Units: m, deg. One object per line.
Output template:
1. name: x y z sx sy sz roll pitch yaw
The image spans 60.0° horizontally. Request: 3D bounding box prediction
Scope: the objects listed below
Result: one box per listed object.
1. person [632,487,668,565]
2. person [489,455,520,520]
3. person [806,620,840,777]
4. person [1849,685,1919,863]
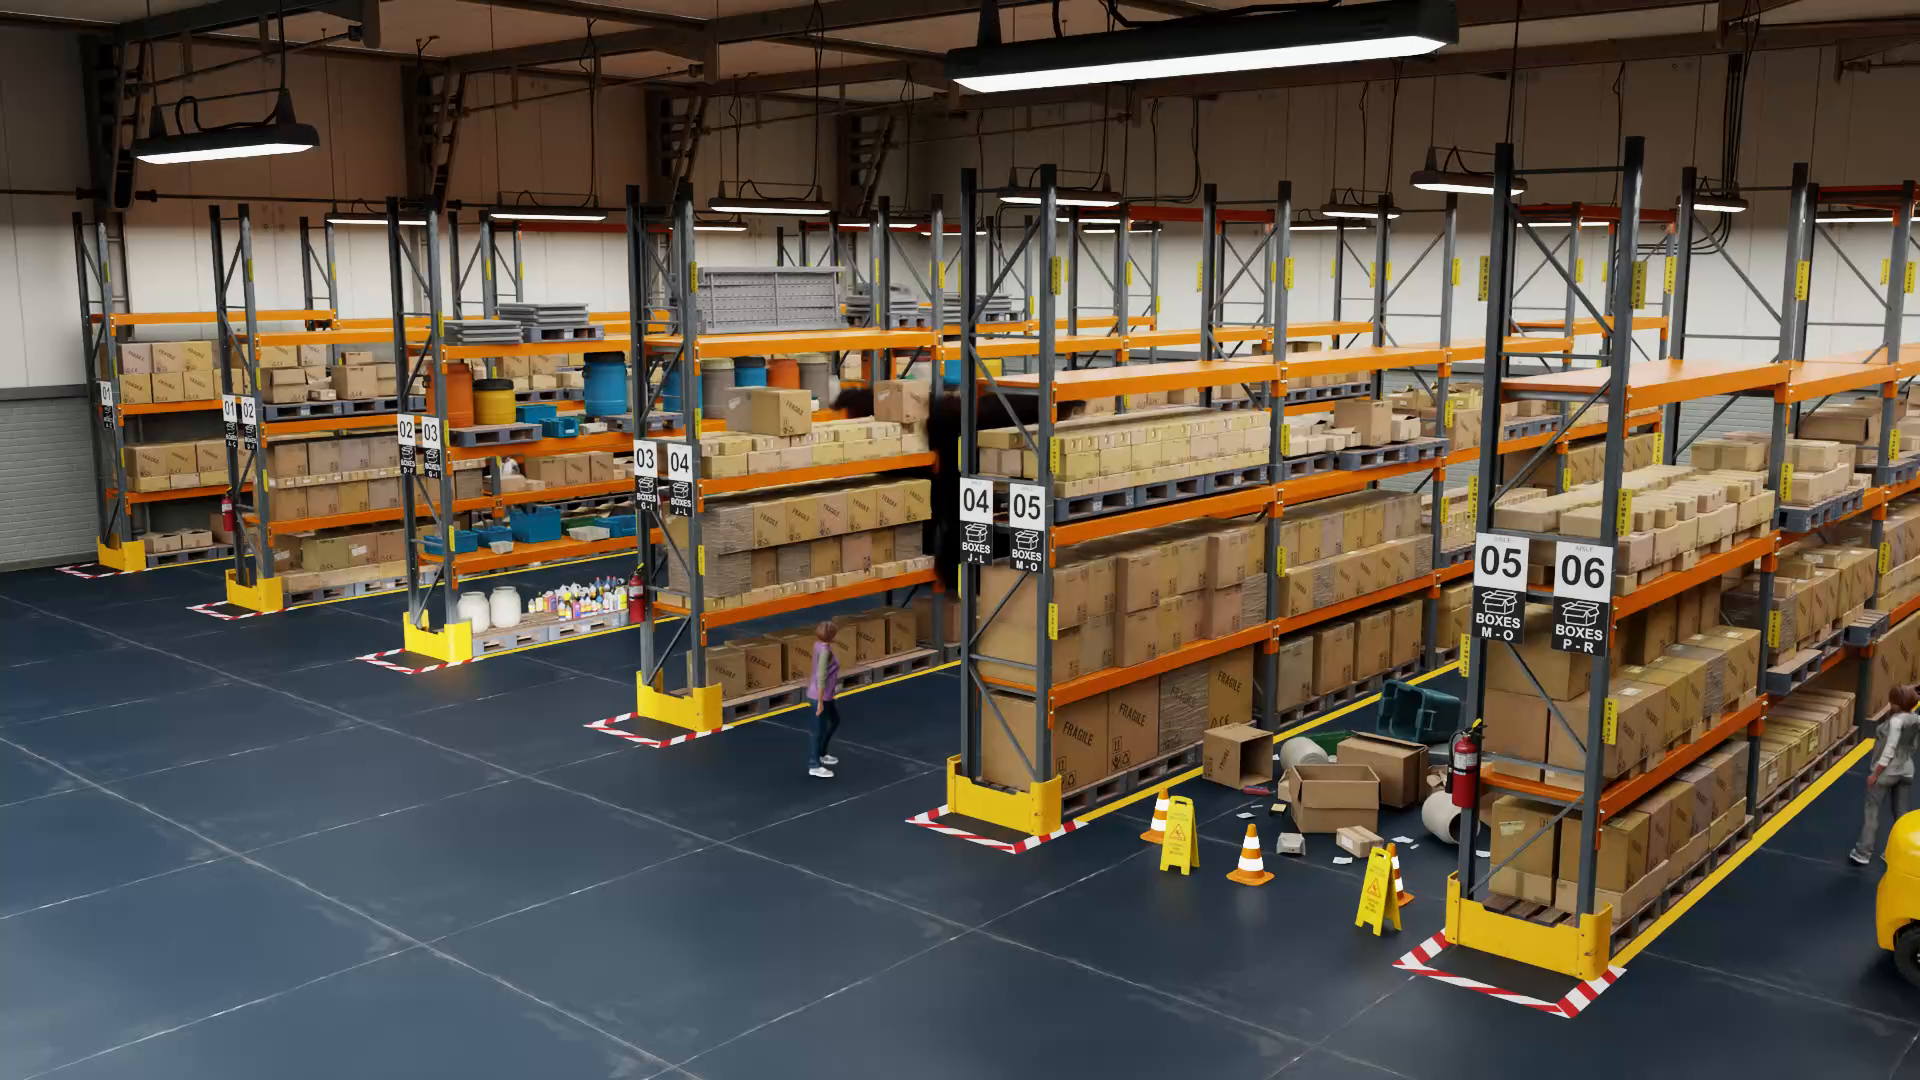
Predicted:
1. person: -5.244 -0.331 28.052 0.477 1.721 1.028 6 11 32
2. person: -8.783 -0.991 31.981 0.469 1.737 1.006 6 11 33
3. person: -1.382 1.608 16.834 0.355 1.586 0.493 -1 10 -8
4. person: 8.033 2.027 14.374 0.506 1.603 0.387 -2 10 -13
